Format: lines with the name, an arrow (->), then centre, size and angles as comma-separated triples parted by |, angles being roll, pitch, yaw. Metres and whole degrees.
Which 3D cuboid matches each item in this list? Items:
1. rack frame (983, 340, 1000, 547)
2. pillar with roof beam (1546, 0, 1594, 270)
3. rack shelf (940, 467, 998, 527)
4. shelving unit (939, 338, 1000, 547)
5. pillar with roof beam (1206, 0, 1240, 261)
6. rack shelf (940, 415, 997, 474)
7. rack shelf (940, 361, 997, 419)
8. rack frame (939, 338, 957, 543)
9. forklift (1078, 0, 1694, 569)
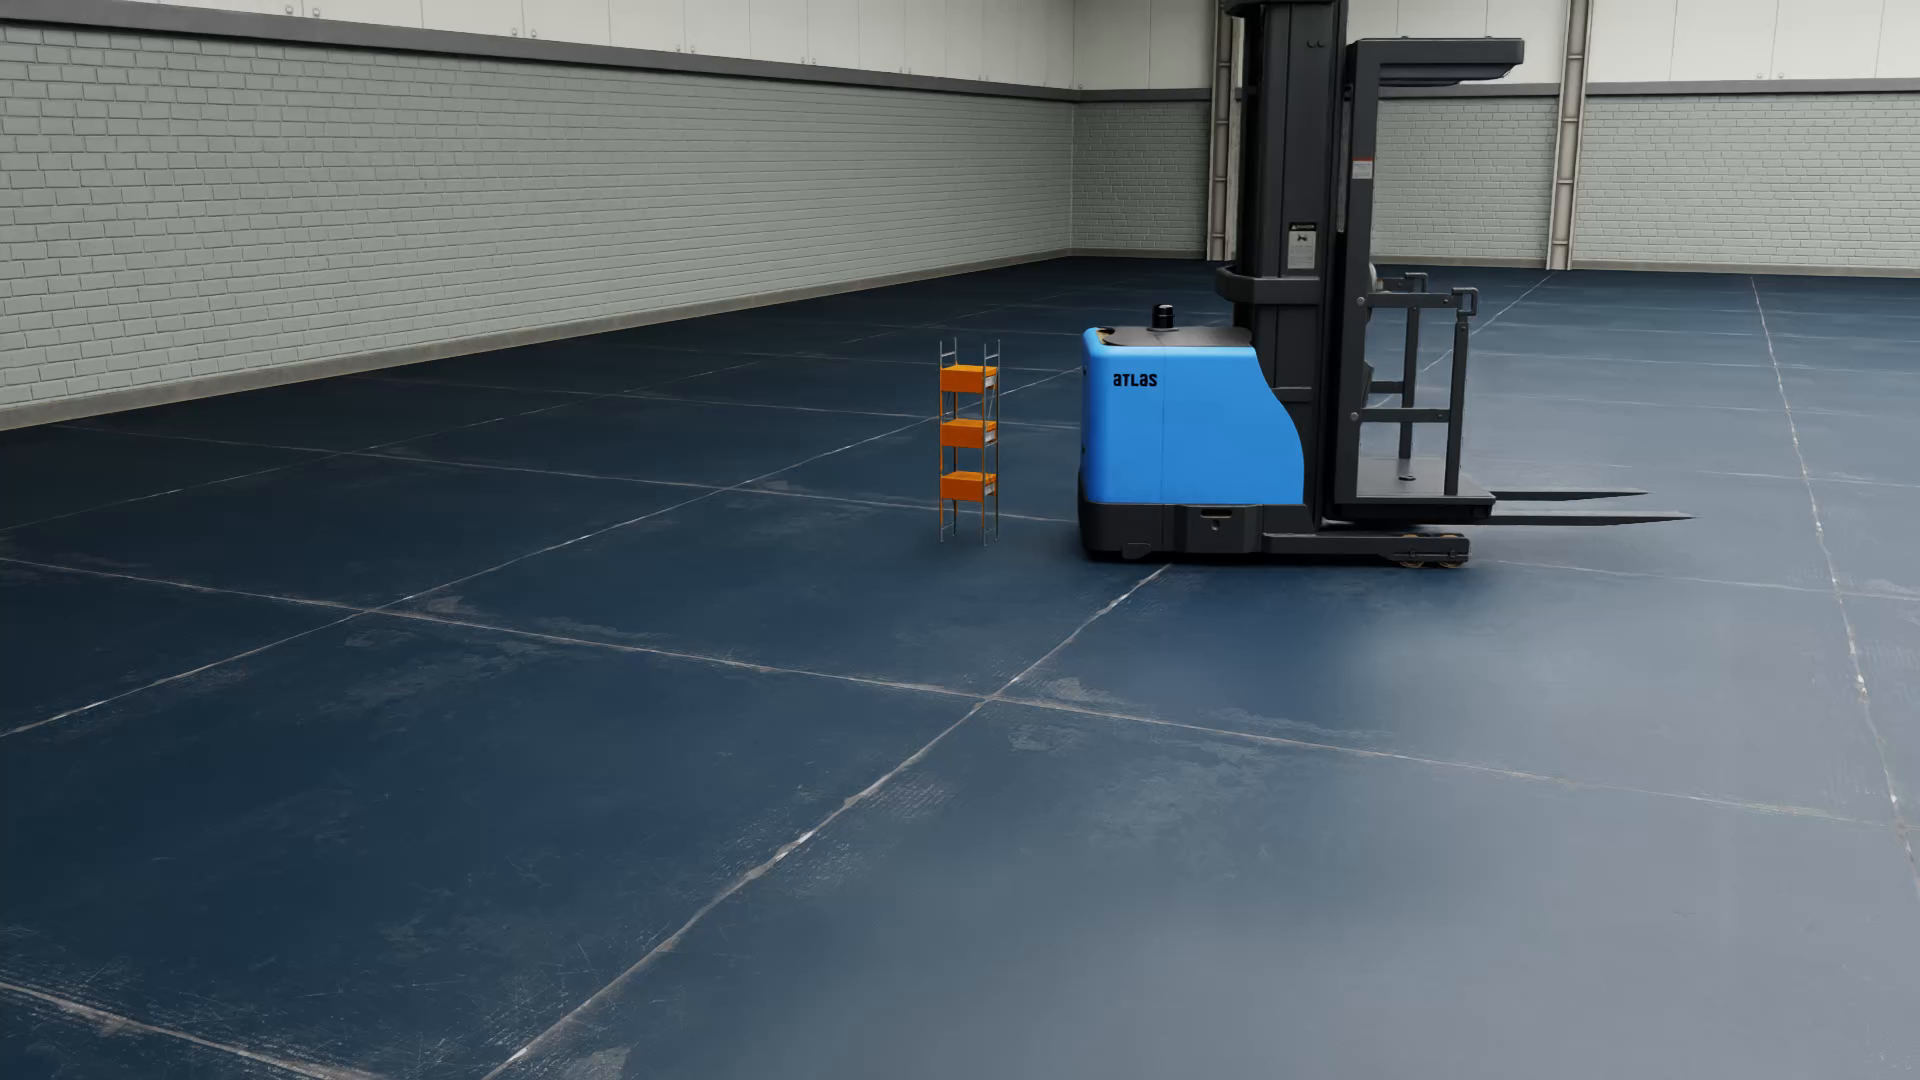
rack frame -> 0.160, -0.495, 8.566 | 0.008, 1.050, 0.200 | 6, 14, 23
pillar with roof beam -> 8.569, -8.148, 23.782 | 0.400, 9.000, 9.100 | 6, 14, 23
rack shelf -> 0.049, -0.225, 8.680 | 0.240, 0.259, 0.215 | 6, 14, 23
shelving unit -> 0.049, -0.506, 8.614 | 0.252, 1.050, 0.215 | 6, 14, 23
pillar with roof beam -> 3.083, -8.703, 26.148 | 0.400, 9.000, 9.100 | 6, 14, 23
rack shelf -> 0.049, -0.496, 8.616 | 0.240, 0.259, 0.215 | 6, 14, 23
rack shelf -> 0.049, -0.772, 8.551 | 0.240, 0.259, 0.215 | 6, 14, 23
rack frame -> -0.063, -0.517, 8.662 | 0.008, 1.050, 0.200 | 6, 14, 23
forklift -> 2.146, -1.411, 8.352 | 3.031, 2.935, 1.130 | 0, 13, 2
